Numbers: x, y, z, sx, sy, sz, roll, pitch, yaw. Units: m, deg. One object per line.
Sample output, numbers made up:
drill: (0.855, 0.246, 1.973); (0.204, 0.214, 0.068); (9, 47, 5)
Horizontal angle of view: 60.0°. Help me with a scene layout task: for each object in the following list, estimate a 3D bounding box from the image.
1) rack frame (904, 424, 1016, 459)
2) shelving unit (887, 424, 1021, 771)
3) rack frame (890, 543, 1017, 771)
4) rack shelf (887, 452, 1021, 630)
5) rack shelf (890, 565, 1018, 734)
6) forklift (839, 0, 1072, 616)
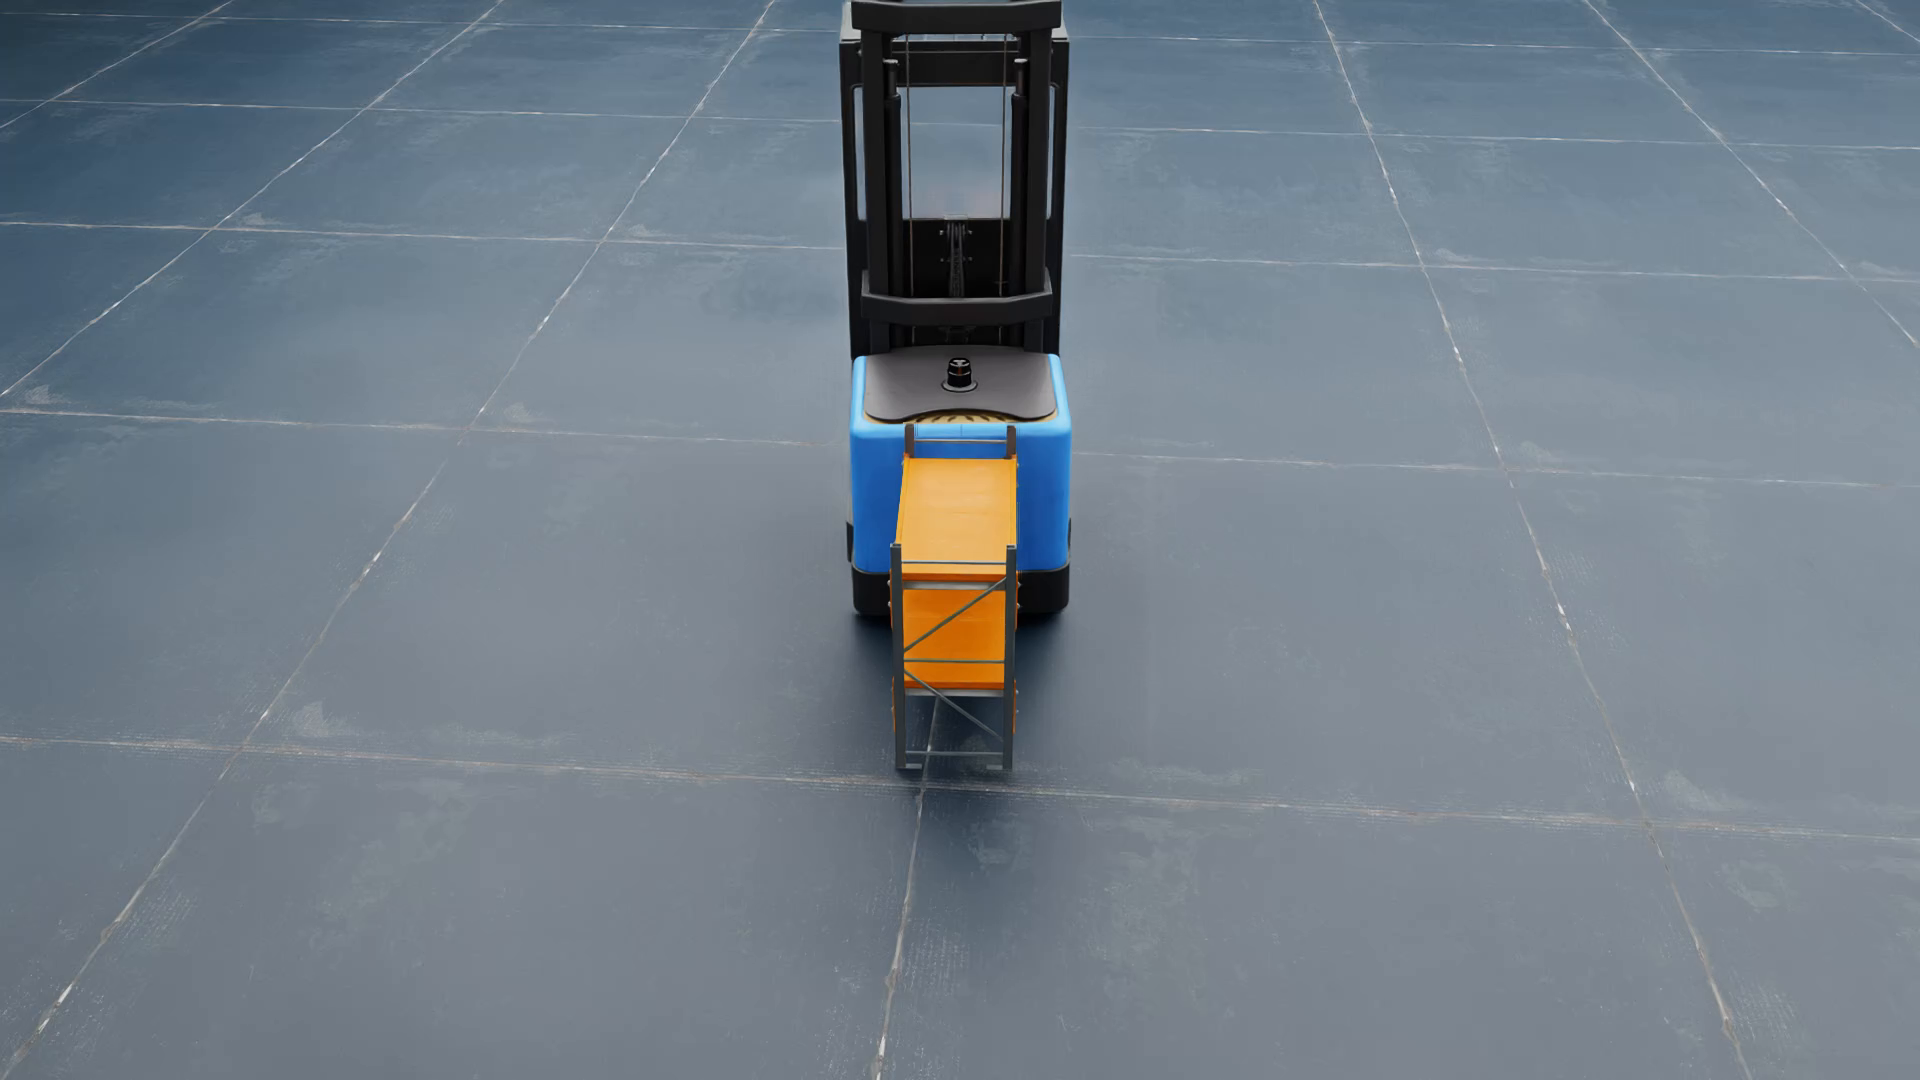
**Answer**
rack frame: (0.002, -0.031, 7.729); (0.500, 1.125, 0.032); (1, 32, 1)
shelving unit: (-0.012, 0.235, 7.296); (0.538, 1.125, 1.048); (1, 32, 1)
rack frame: (-0.025, 0.502, 6.863); (0.500, 1.125, 0.032); (1, 32, 1)
rack shelf: (-0.012, -0.014, 7.142); (0.538, 0.278, 1.000); (1, 32, 1)
rack shelf: (-0.012, 0.444, 7.424); (0.538, 0.278, 1.000); (1, 32, 1)
forklift: (-0.035, -1.622, 8.588); (1.130, 2.935, 3.031); (-1, 32, -1)
